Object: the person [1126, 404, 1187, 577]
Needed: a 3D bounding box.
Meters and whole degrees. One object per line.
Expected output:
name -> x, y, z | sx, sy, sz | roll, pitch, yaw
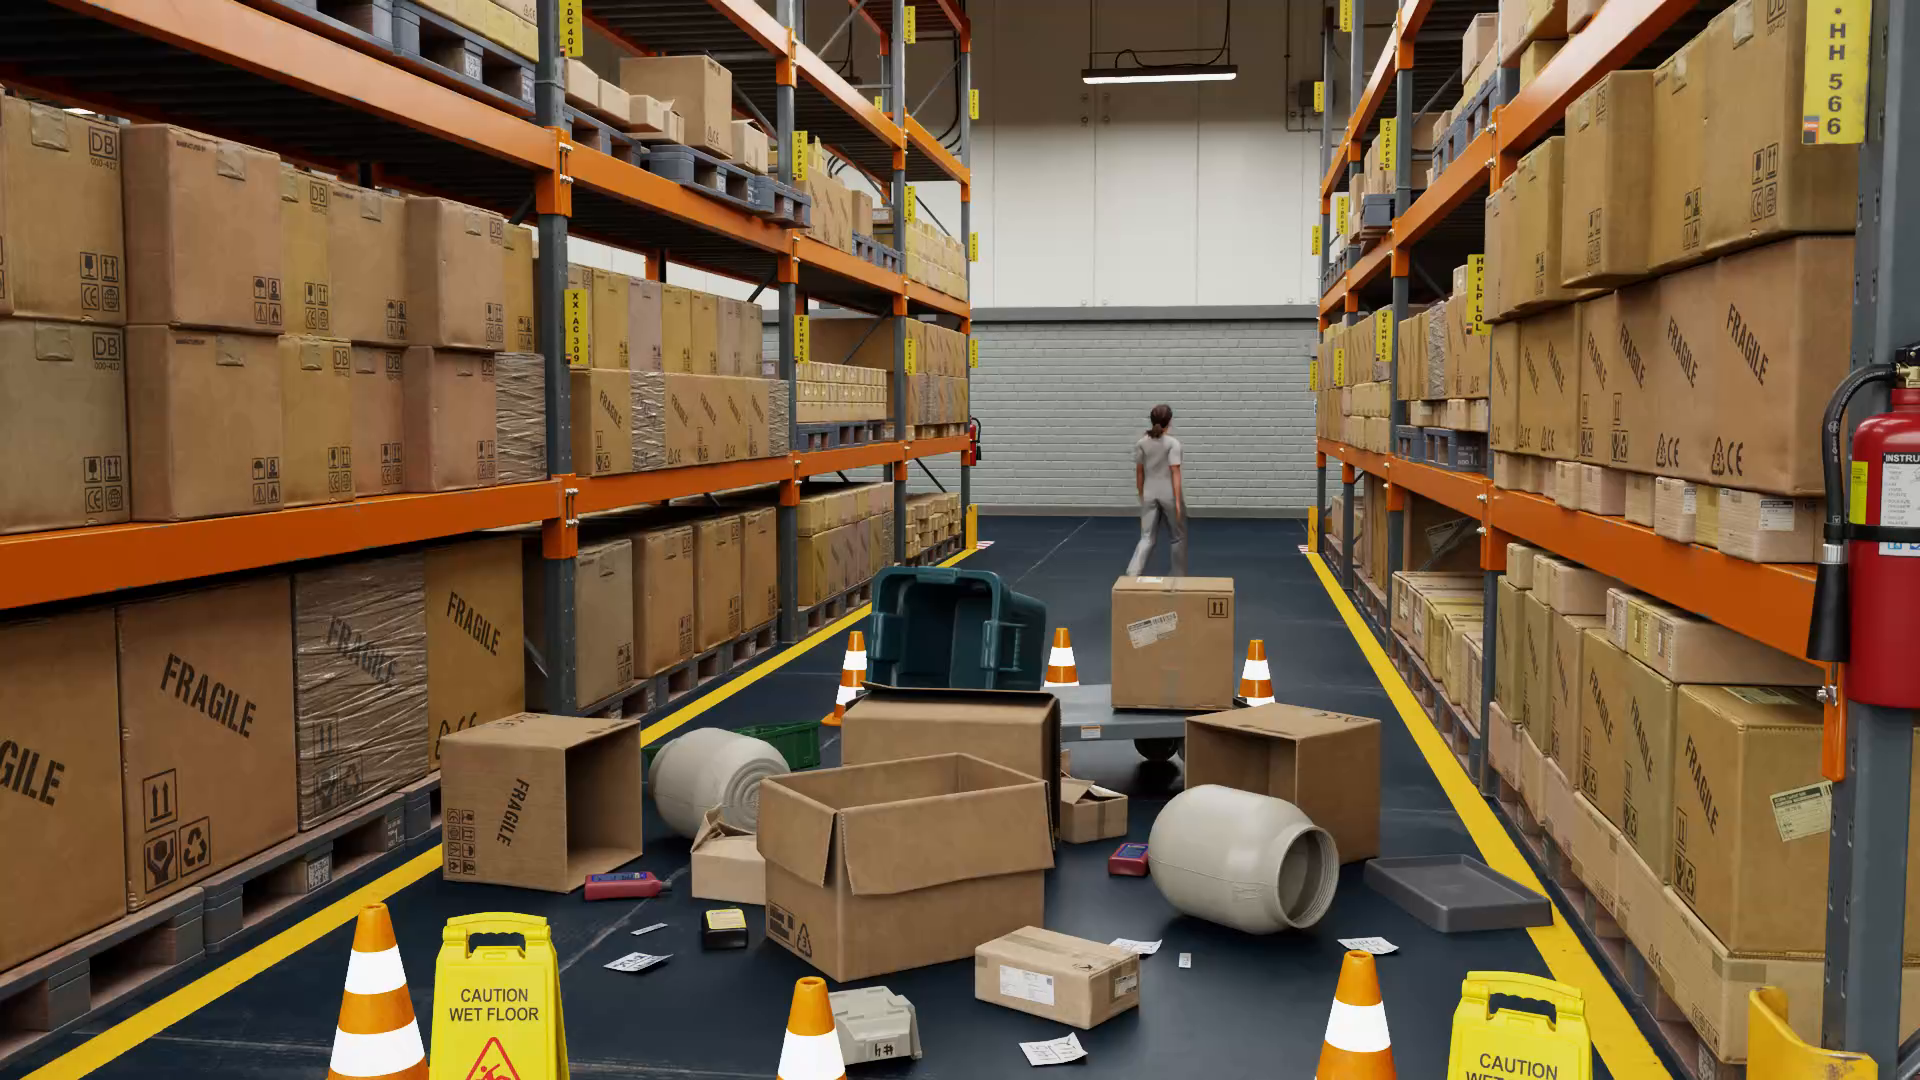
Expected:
person -> 1.695, -0.335, 14.098 | 0.457, 1.630, 0.949 | 3, 5, 30
